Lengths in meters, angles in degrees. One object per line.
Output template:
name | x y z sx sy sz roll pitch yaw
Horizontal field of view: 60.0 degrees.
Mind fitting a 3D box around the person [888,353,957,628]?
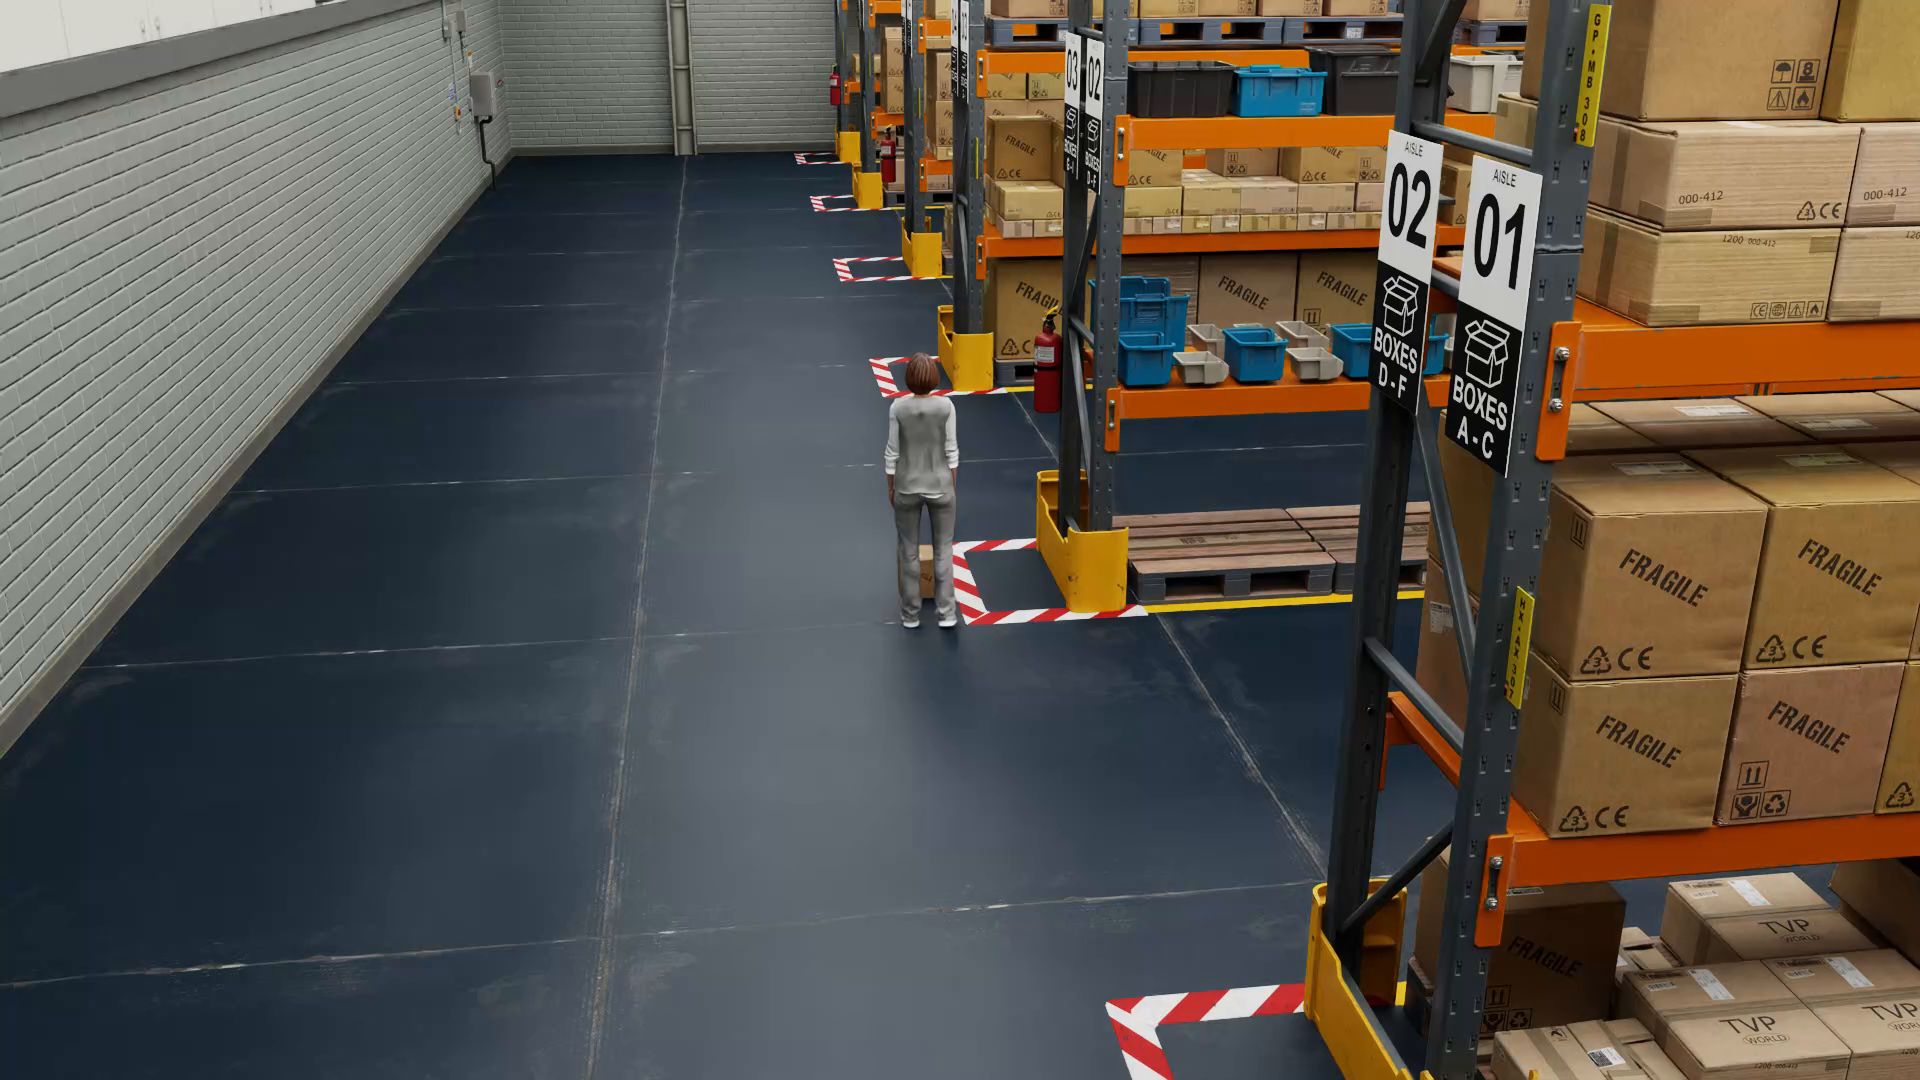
person | -0.212 -0.263 9.333 0.393 1.622 0.306 -1 20 -3
